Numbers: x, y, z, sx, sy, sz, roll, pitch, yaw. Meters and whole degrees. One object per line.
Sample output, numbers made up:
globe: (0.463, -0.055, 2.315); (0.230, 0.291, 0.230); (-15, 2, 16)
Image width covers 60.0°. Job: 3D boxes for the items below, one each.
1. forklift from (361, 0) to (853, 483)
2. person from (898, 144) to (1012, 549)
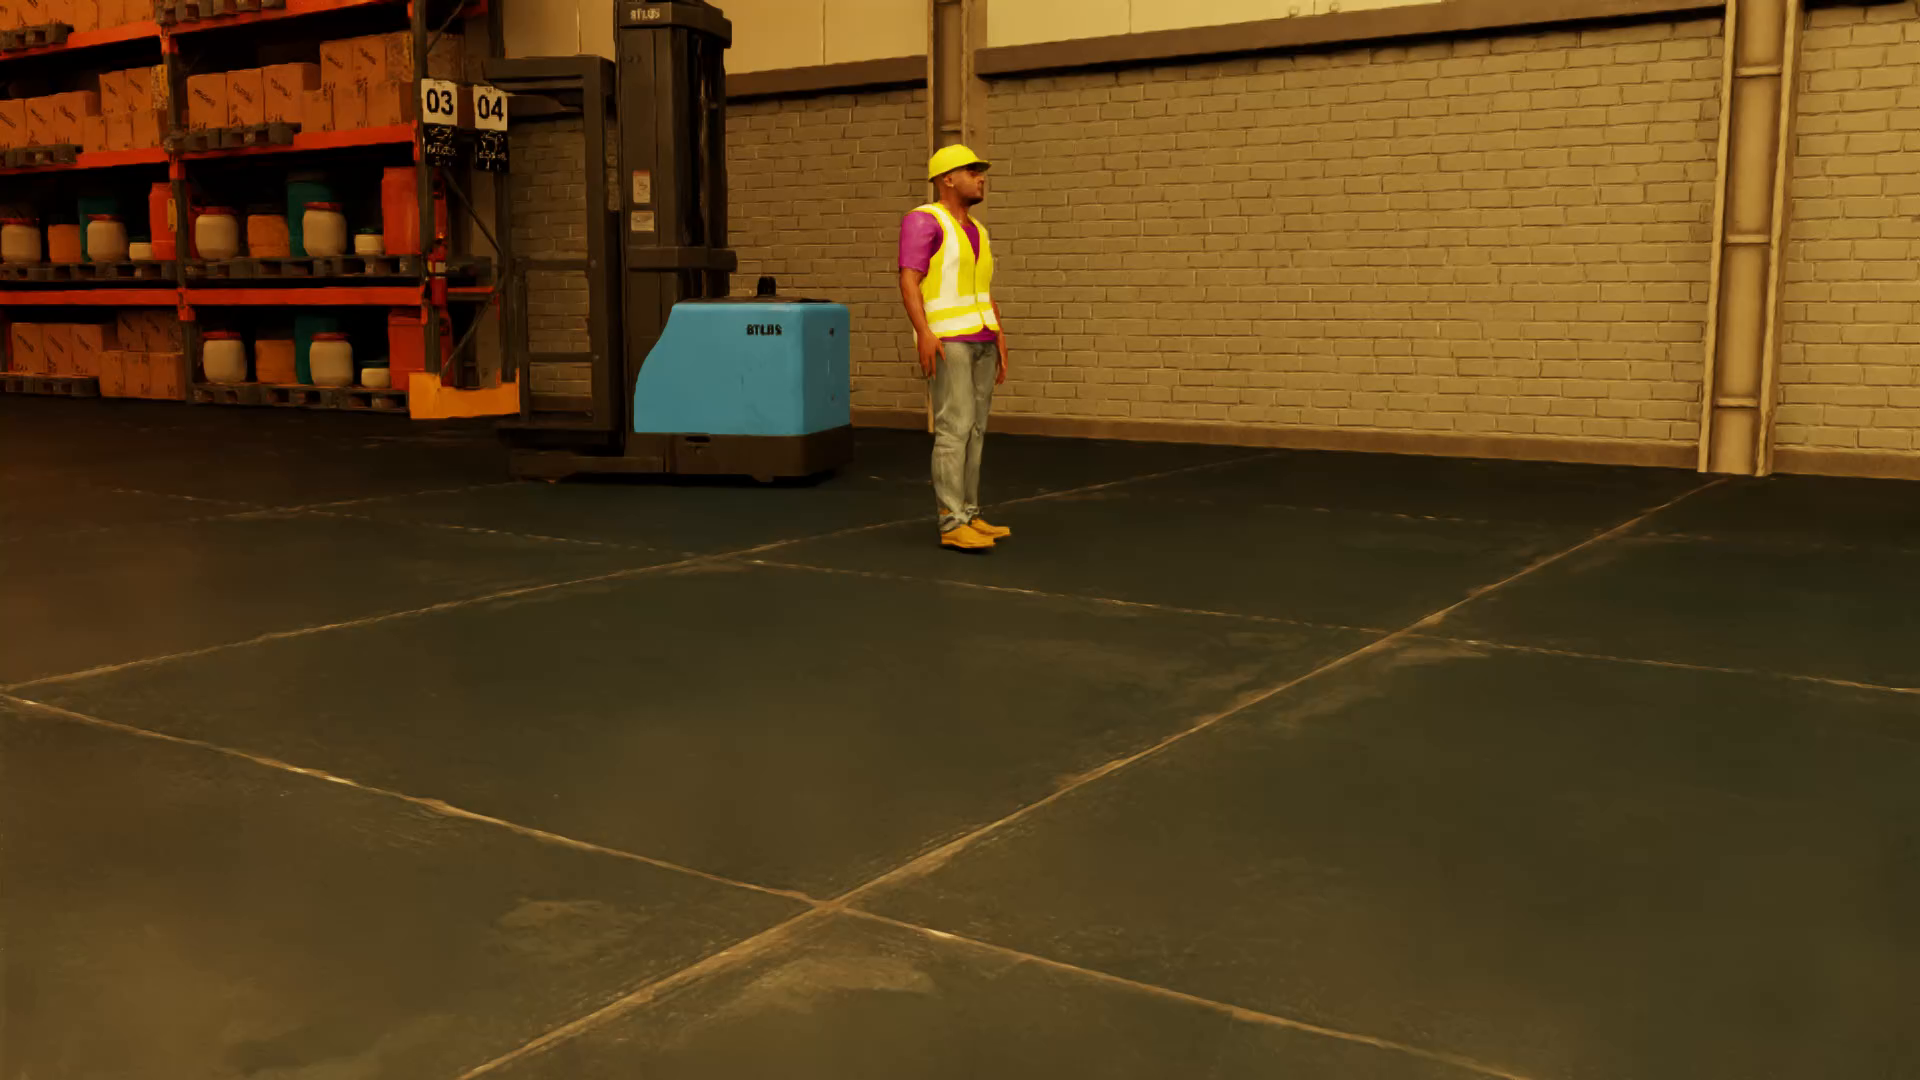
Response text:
forklift: (-2.258, -1.871, 10.351); (3.031, 2.935, 1.130); (2, 8, 14)
person: (0.055, -0.875, 7.435); (0.575, 1.766, 0.665); (5, 10, 34)
